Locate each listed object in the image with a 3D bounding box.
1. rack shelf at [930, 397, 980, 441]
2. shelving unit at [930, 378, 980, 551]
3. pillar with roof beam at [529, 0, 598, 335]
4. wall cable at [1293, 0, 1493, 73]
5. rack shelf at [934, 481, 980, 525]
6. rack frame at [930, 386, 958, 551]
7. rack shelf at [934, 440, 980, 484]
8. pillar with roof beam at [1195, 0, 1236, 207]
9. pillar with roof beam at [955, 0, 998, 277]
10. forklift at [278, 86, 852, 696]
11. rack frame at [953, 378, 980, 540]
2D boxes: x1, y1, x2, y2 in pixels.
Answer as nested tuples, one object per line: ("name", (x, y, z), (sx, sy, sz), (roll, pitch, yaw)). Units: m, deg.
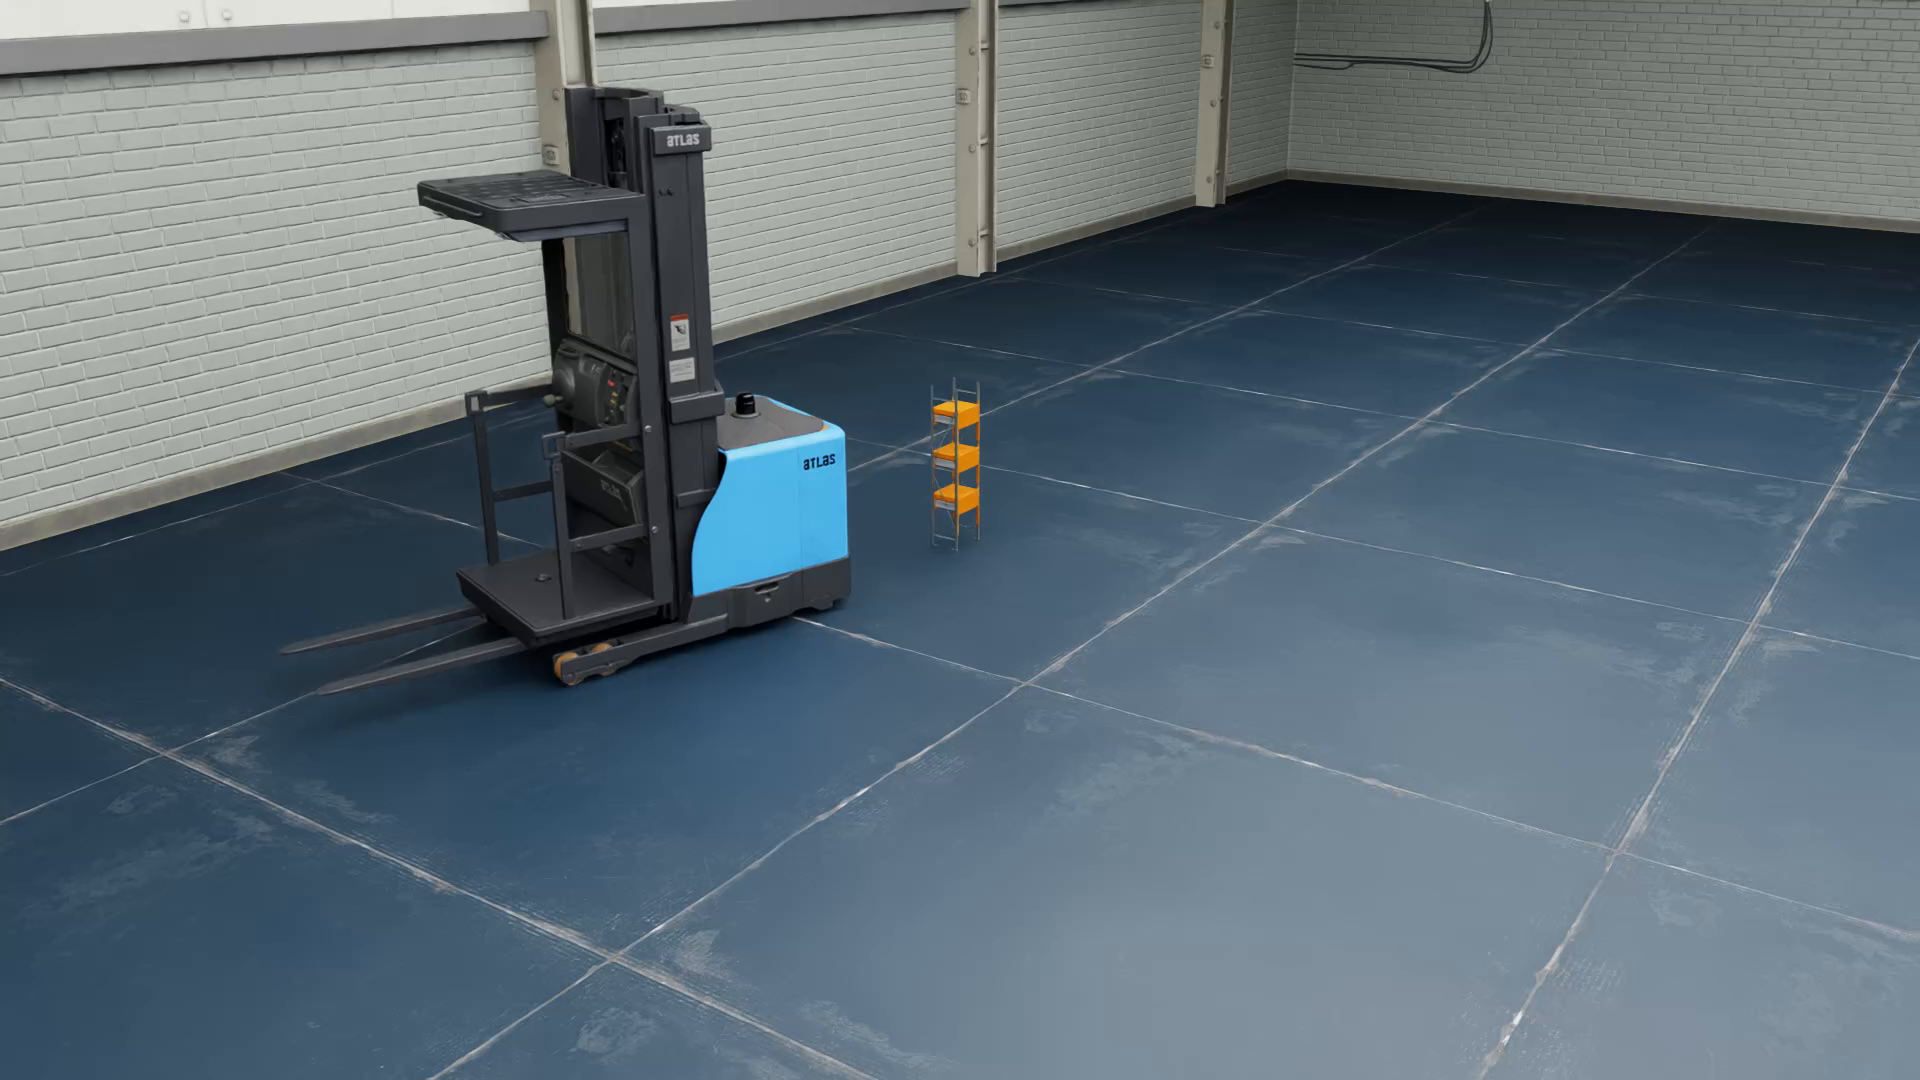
("rack shelf", (-0.030, -0.733, 10.447), (0.215, 0.259, 0.240), (13, 24, 32))
("shelving unit", (-0.030, -0.477, 10.541), (0.215, 1.050, 0.252), (13, 24, 32))
("pillar with roof beam", (0.370, -4.721, 10.556), (9.100, 9.000, 0.400), (13, 24, 32))
("wall cable", (6.305, -8.134, 24.260), (3.097, 2.526, 0.112), (13, 24, 32))
("rack shelf", (-0.030, -0.206, 10.641), (0.215, 0.259, 0.240), (13, 24, 32))
("rack frame", (-0.099, -0.442, 10.447), (0.200, 1.050, 0.008), (13, 24, 32))
("rack shelf", (-0.030, -0.467, 10.545), (0.215, 0.259, 0.240), (13, 24, 32))
("pillar with roof beam", (7.115, -8.164, 19.864), (9.100, 9.000, 0.400), (13, 24, 32))
("pillar with roof beam", (3.742, -6.442, 15.210), (9.100, 9.000, 0.400), (13, 24, 32))
("forklift", (-2.115, -0.823, 8.764), (3.031, 2.935, 1.130), (-15, 25, -35))
("rack frame", (0.038, -0.512, 10.636), (0.200, 1.050, 0.008), (13, 24, 32))
